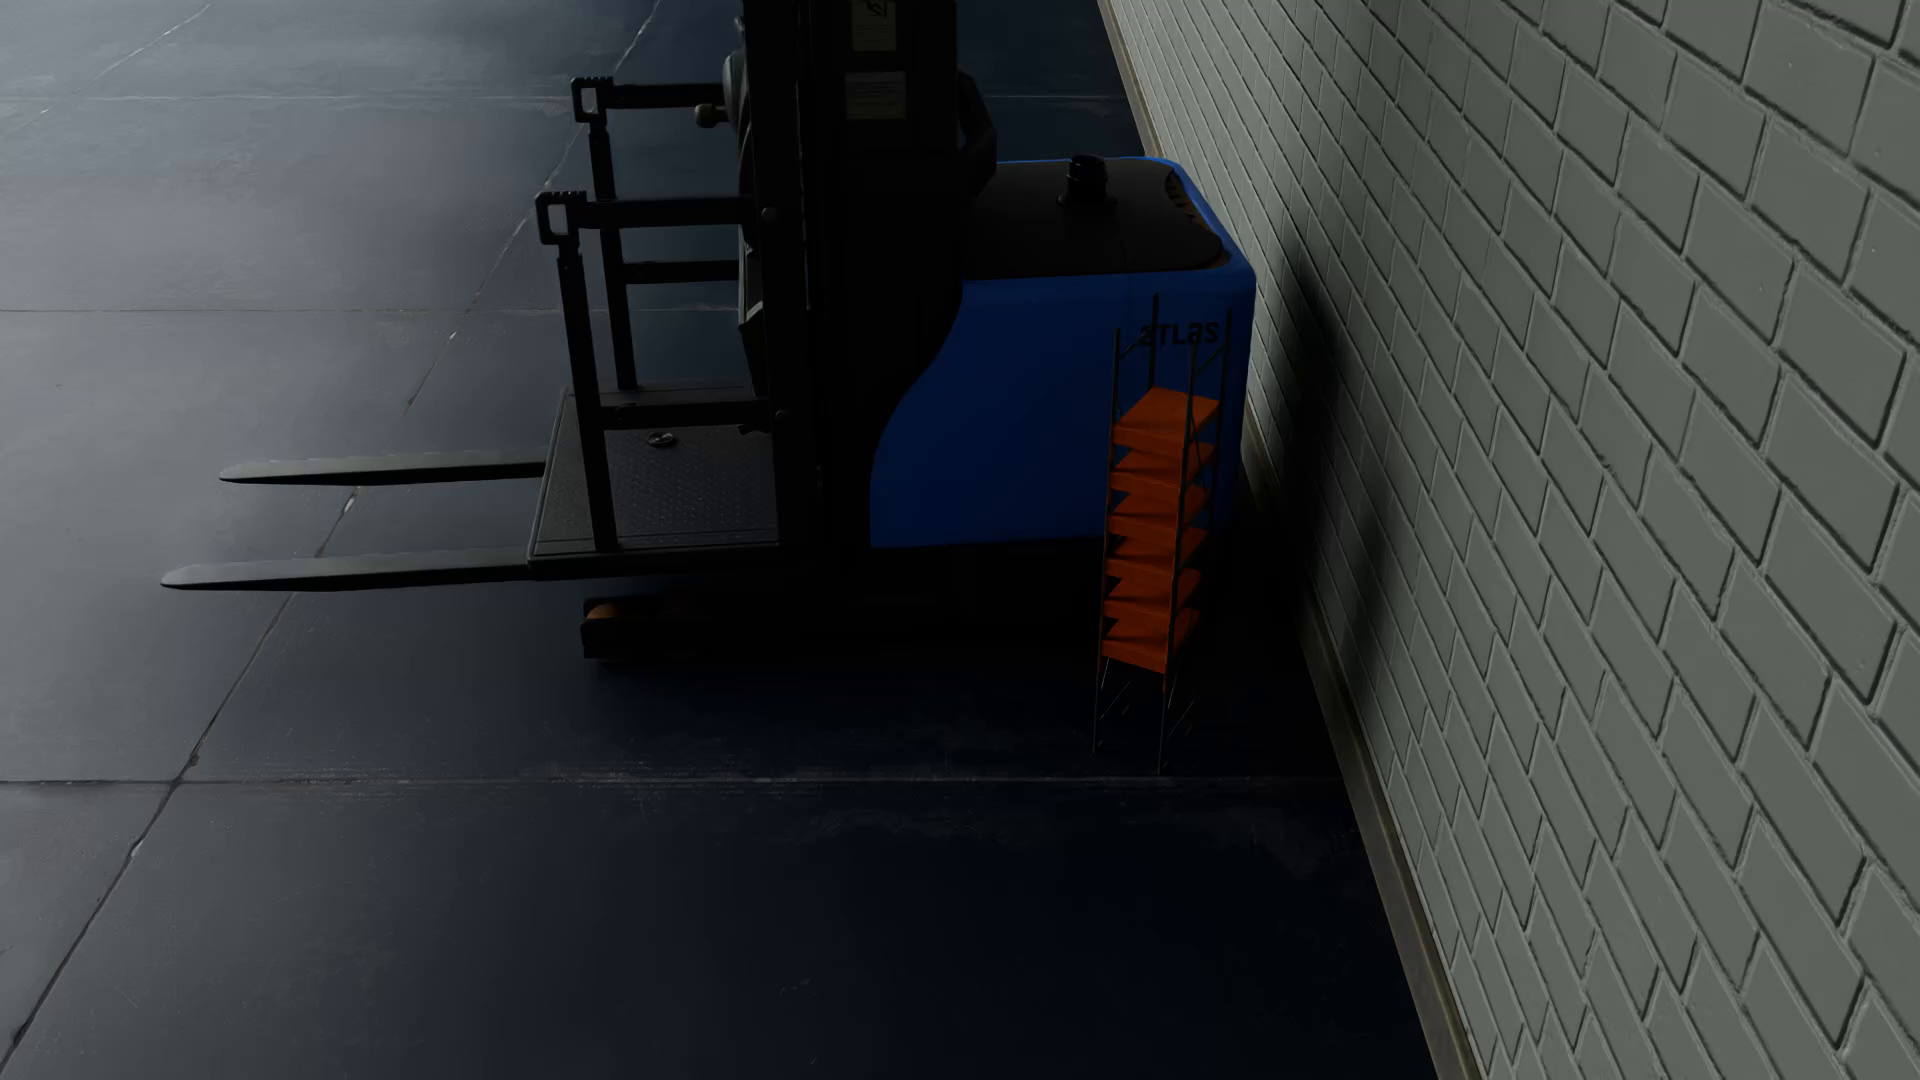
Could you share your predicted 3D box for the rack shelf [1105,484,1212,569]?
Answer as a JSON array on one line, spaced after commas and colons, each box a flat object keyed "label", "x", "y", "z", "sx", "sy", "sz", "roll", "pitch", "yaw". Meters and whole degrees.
[{"label": "rack shelf", "x": 0.486, "y": -0.053, "z": 4.035, "sx": 0.180, "sy": 0.103, "sz": 0.258, "roll": 16, "pitch": 35, "yaw": 24}]

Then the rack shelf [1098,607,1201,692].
[{"label": "rack shelf", "x": 0.486, "y": 0.255, "z": 4.221, "sx": 0.180, "sy": 0.103, "sz": 0.258, "roll": 16, "pitch": 35, "yaw": 24}]

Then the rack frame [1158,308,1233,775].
[{"label": "rack frame", "x": 0.566, "y": 0.035, "z": 4.036, "sx": 0.006, "sy": 1.200, "sz": 0.240, "roll": 16, "pitch": 35, "yaw": 24}]

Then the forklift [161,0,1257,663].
[{"label": "forklift", "x": -0.754, "y": -1.198, "z": 4.399, "sx": 3.031, "sy": 2.935, "sz": 1.130, "roll": -3, "pitch": 31, "yaw": -5}]

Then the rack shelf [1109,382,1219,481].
[{"label": "rack shelf", "x": 0.486, "y": -0.258, "z": 3.910, "sx": 0.180, "sy": 0.103, "sz": 0.258, "roll": 16, "pitch": 35, "yaw": 24}]

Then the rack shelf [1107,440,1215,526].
[{"label": "rack shelf", "x": 0.486, "y": -0.155, "z": 3.972, "sx": 0.180, "sy": 0.103, "sz": 0.258, "roll": 16, "pitch": 35, "yaw": 24}]

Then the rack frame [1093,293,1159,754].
[{"label": "rack frame", "x": 0.406, "y": -0.011, "z": 4.111, "sx": 0.006, "sy": 1.200, "sz": 0.240, "roll": 16, "pitch": 35, "yaw": 24}]

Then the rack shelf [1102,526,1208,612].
[{"label": "rack shelf", "x": 0.486, "y": 0.050, "z": 4.097, "sx": 0.180, "sy": 0.103, "sz": 0.258, "roll": 16, "pitch": 35, "yaw": 24}]

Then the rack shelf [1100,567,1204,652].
[{"label": "rack shelf", "x": 0.486, "y": 0.152, "z": 4.159, "sx": 0.180, "sy": 0.103, "sz": 0.258, "roll": 16, "pitch": 35, "yaw": 24}]

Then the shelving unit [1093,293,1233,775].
[{"label": "shelving unit", "x": 0.486, "y": 0.012, "z": 4.074, "sx": 0.189, "sy": 1.200, "sz": 0.258, "roll": 16, "pitch": 35, "yaw": 24}]
